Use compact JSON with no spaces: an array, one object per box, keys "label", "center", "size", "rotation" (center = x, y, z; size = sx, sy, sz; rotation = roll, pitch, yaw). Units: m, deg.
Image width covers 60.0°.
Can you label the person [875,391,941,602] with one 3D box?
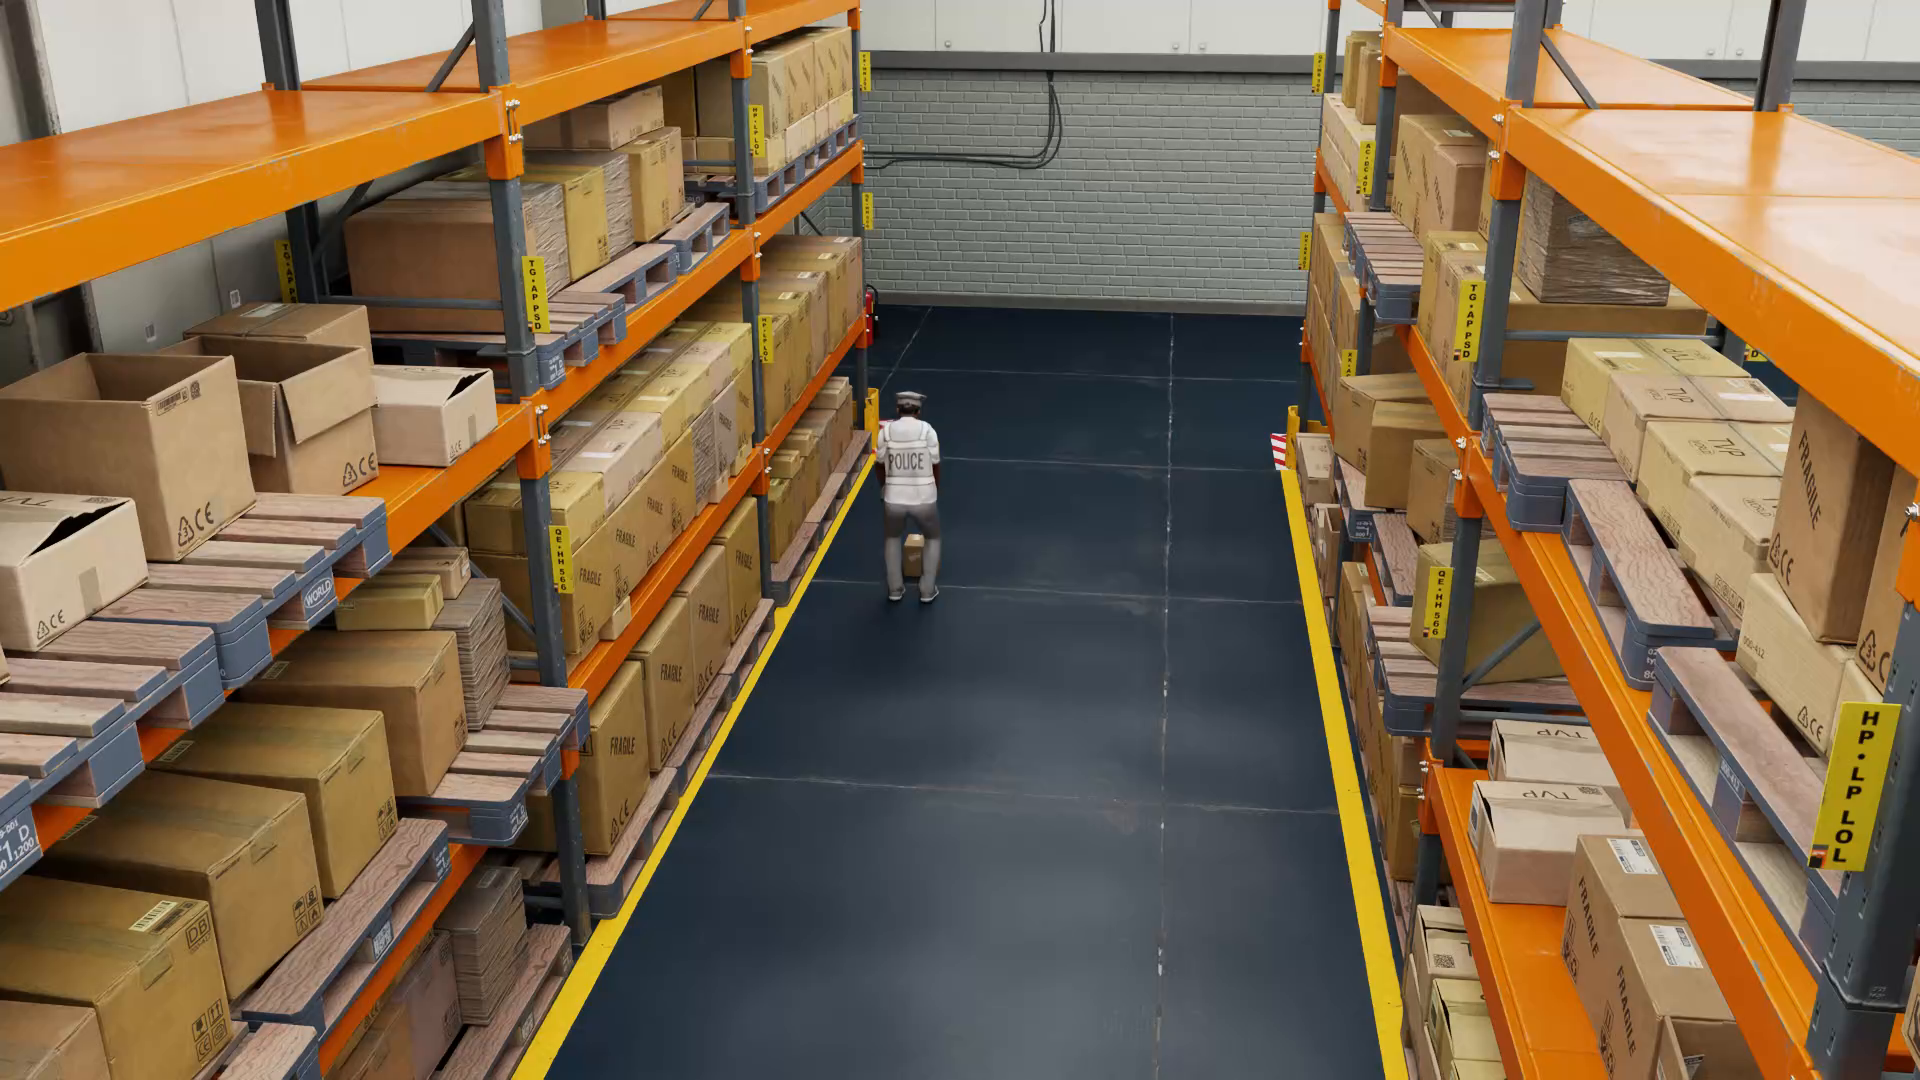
[{"label":"person","center":[-0.380,-0.307,12.075],"size":[0.484,1.528,0.585],"rotation":[3,21,7]}]
